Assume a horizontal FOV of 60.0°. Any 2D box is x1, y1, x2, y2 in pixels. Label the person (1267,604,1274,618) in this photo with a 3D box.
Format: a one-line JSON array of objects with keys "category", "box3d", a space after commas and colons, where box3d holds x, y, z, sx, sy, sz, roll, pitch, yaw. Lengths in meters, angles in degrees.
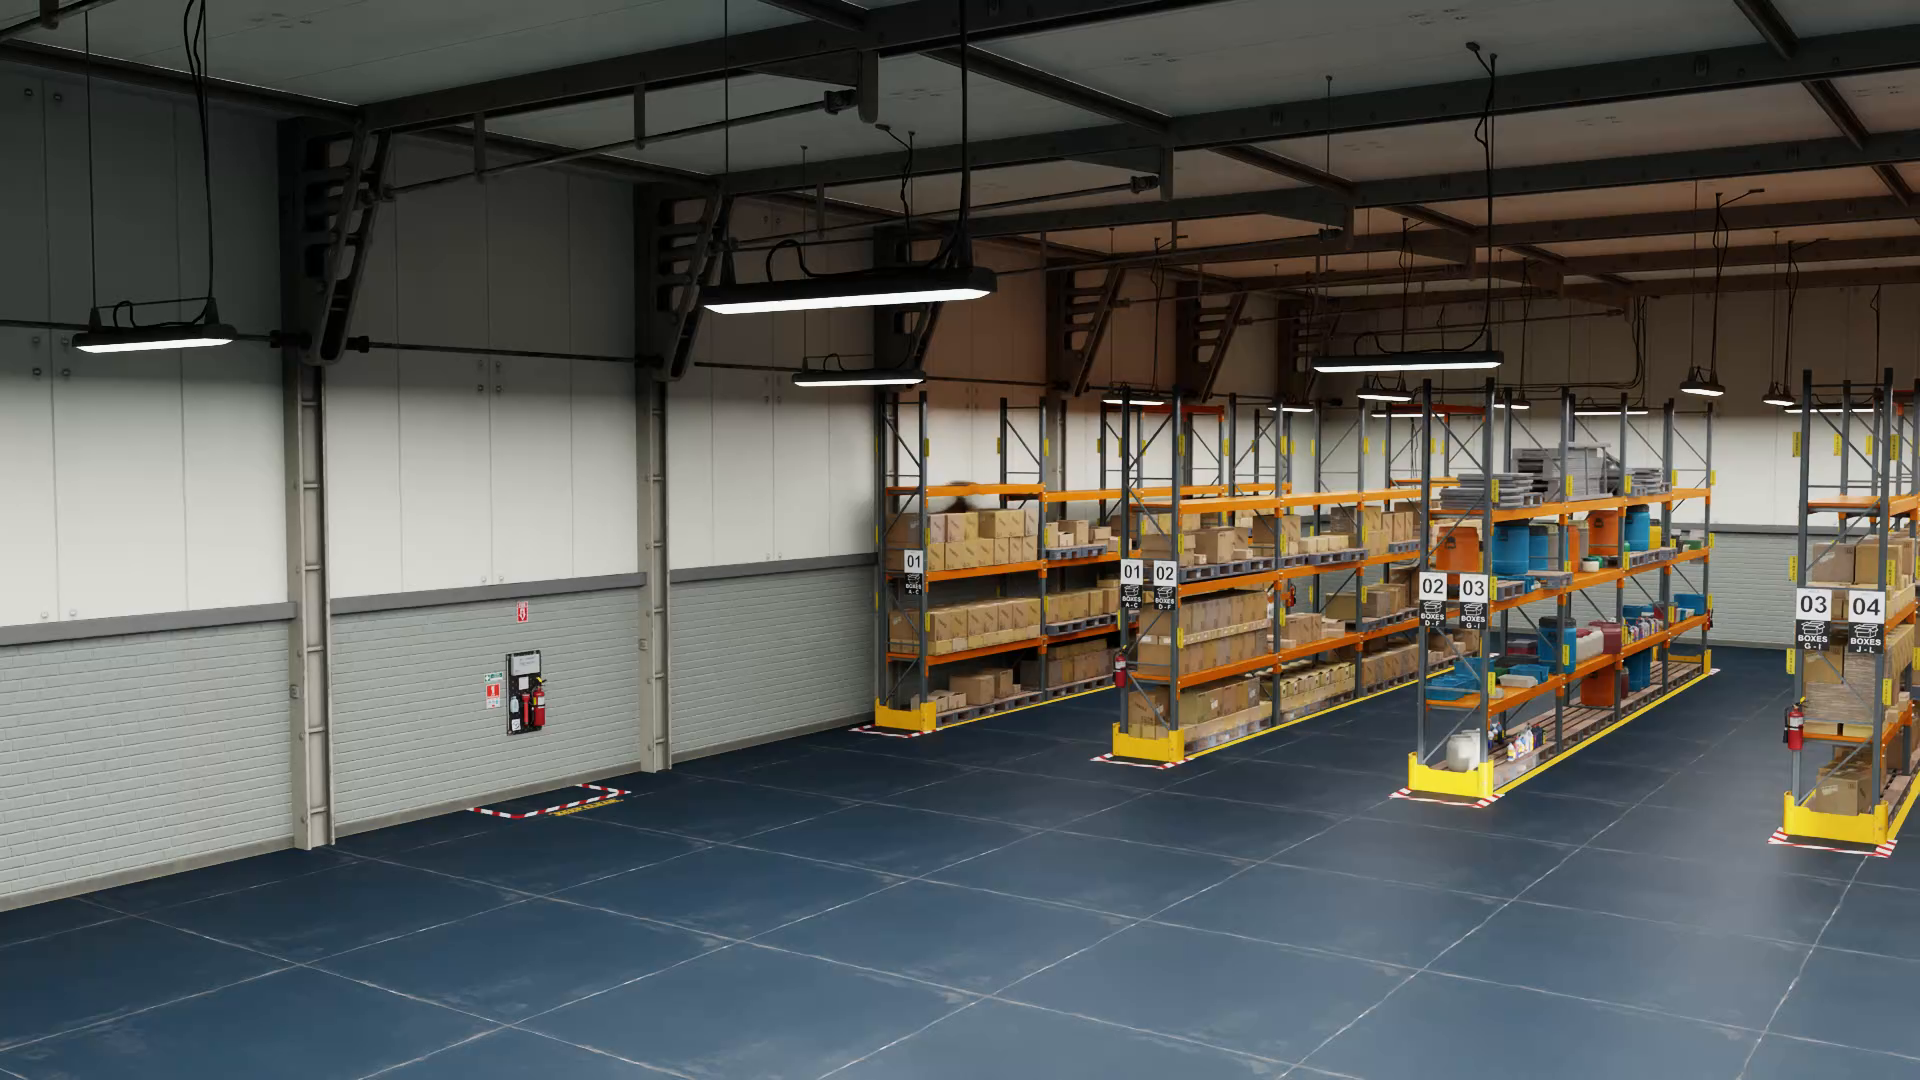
[{"category": "person", "box3d": [6.919, 2.003, 37.935, 0.553, 1.679, 0.948, 1, 3, 24]}]
